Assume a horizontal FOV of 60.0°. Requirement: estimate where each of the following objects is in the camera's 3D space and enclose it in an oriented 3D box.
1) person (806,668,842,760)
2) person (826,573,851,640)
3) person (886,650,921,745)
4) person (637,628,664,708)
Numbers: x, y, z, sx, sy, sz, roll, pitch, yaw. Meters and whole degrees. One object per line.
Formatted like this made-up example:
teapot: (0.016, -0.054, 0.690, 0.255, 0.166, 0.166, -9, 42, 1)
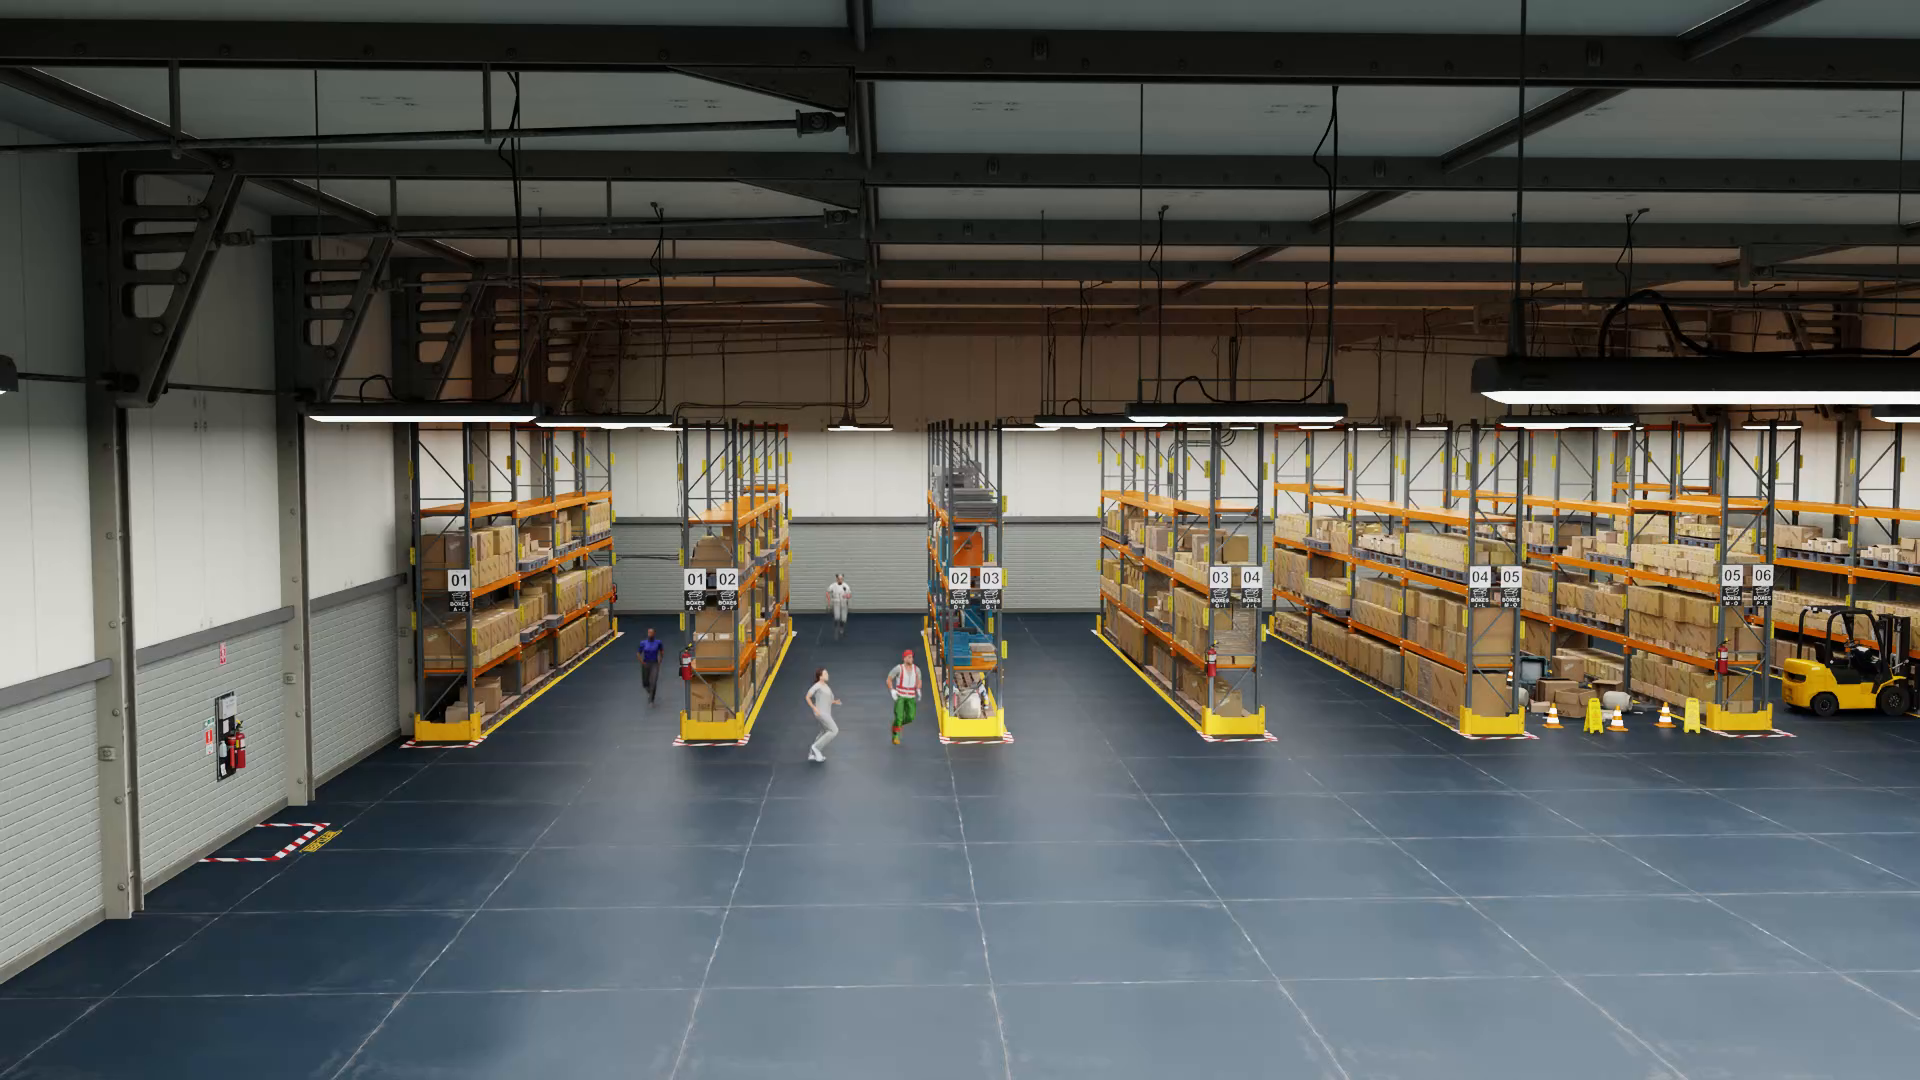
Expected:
person: (-2.356, 3.035, 28.950, 0.614, 1.632, 0.545, 1, 4, 14)
person: (-3.271, 1.803, 45.175, 0.638, 1.810, 0.737, -1, 4, -15)
person: (-1.013, 2.900, 30.794, 0.714, 1.731, 0.562, -2, 4, -22)
person: (-6.545, 2.685, 35.201, 0.557, 1.643, 0.960, 0, 4, -6)
